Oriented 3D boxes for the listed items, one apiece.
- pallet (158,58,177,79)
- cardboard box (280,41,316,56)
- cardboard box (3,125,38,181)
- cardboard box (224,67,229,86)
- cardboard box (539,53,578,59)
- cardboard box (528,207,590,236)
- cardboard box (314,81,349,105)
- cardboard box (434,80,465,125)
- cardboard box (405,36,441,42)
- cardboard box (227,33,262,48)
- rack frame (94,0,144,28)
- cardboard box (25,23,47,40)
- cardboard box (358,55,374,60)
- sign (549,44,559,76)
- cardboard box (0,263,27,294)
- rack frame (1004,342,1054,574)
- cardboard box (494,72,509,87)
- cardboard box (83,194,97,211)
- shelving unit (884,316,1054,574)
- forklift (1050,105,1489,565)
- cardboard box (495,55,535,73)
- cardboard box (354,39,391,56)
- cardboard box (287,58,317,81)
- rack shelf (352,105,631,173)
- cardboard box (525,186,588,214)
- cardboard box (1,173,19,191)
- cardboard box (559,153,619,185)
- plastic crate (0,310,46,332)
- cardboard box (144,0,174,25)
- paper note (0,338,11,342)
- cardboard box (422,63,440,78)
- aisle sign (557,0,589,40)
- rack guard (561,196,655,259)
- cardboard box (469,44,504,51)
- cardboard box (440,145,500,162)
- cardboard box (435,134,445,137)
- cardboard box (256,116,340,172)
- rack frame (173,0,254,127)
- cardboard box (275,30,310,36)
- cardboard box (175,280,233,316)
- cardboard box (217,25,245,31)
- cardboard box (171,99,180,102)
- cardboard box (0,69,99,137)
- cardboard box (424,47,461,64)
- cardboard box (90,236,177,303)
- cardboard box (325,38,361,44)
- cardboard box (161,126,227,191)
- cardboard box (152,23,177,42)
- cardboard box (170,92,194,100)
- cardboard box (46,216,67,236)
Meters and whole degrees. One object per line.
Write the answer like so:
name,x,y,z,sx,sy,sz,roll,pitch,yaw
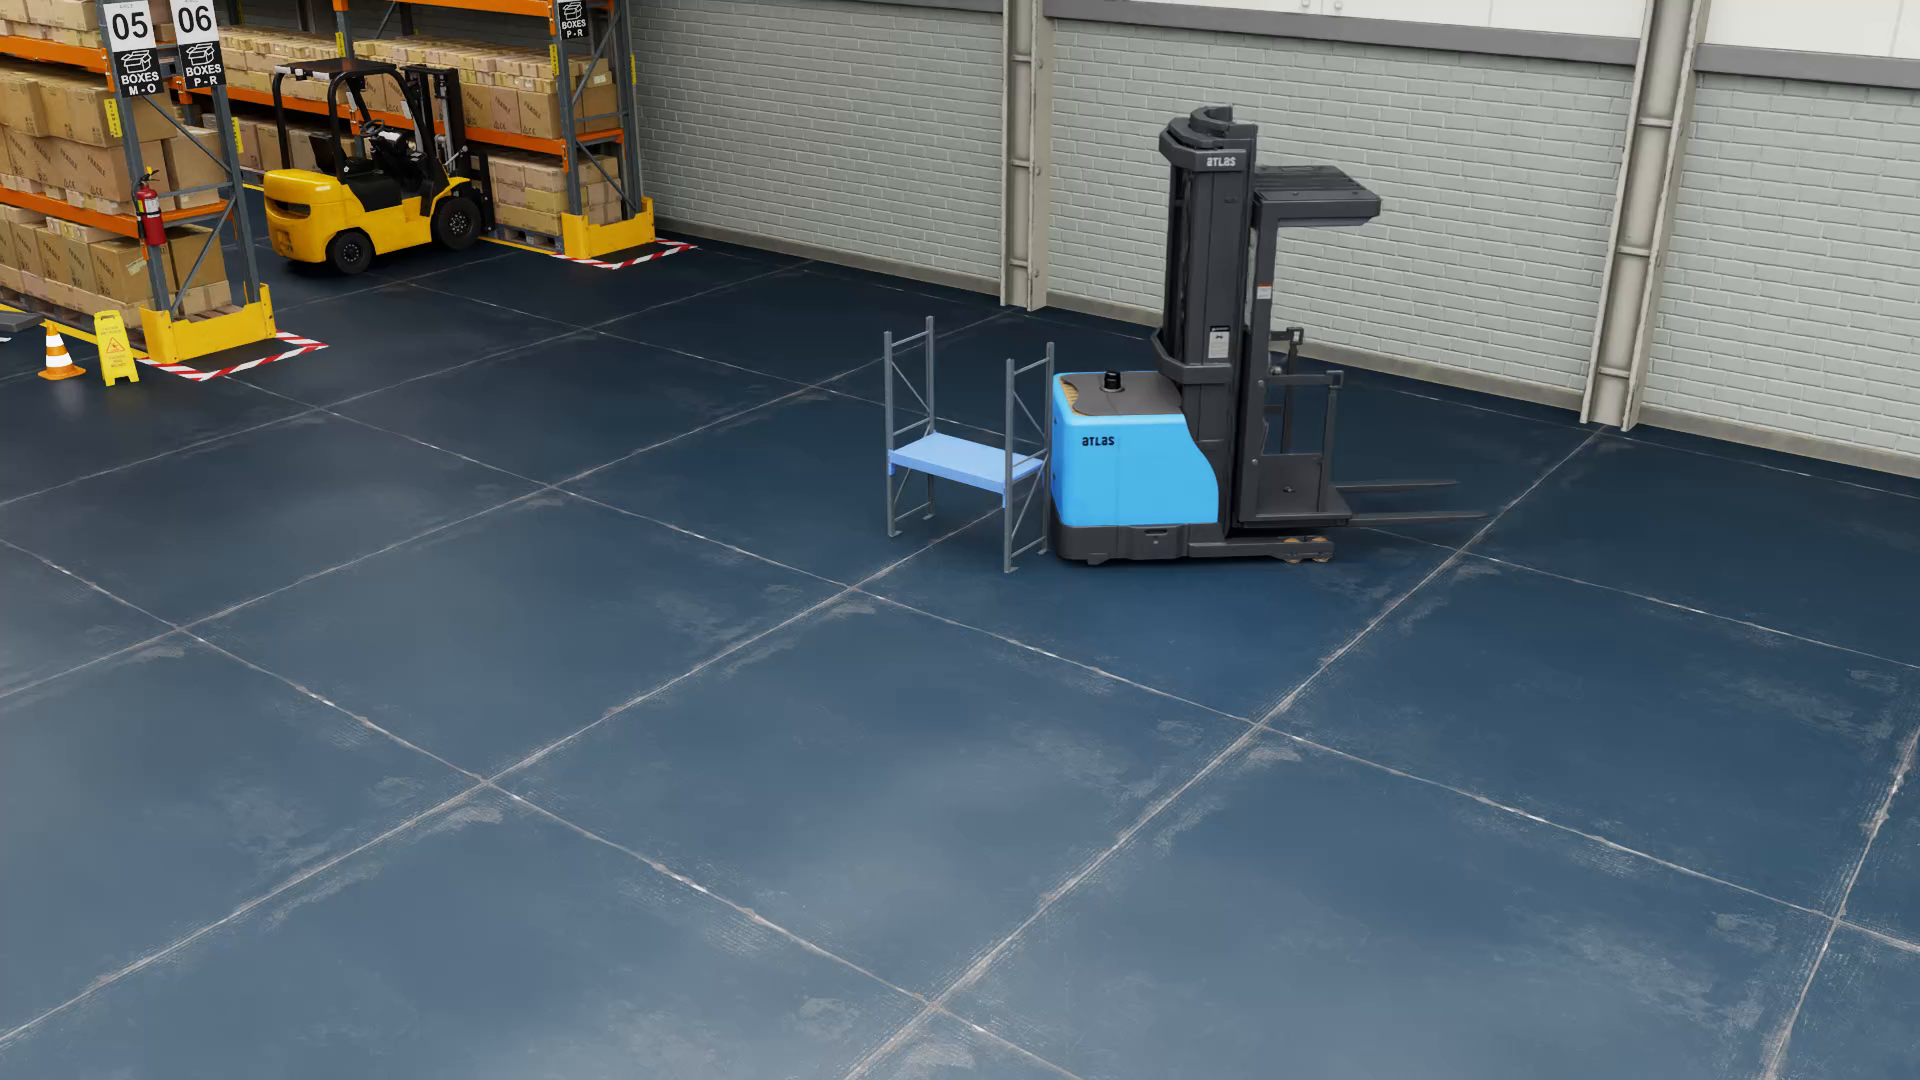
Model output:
pallet,-11.106,-6.799,23.698,1.003,0.211,1.213,17,29,33
cardboard box,-8.571,-6.368,21.555,0.250,0.149,0.380,16,28,32
cardboard box,-8.884,-3.806,16.174,0.500,0.500,0.500,17,29,34
cardboard box,-9.914,-6.367,22.667,0.500,0.250,0.500,16,28,32
cardboard box,-4.670,-5.573,19.380,0.250,0.149,0.380,17,29,34
cardboard box,-4.686,-3.756,19.444,0.500,0.250,0.500,17,29,34
cardboard box,-7.881,-5.747,21.258,0.500,0.250,0.500,18,29,34
cardboard box,-5.900,-5.261,19.846,0.500,0.500,0.500,17,29,34
cardboard box,-6.708,-6.203,20.810,0.250,0.149,0.380,16,28,32
cardboard box,-9.572,-6.687,22.279,0.250,0.149,0.380,17,29,34
rack frame,-7.094,-5.953,14.101,0.127,3.000,1.000,17,29,33
cardboard box,-8.349,-4.714,15.321,0.250,0.149,0.380,17,29,33
cardboard box,-7.224,-5.958,20.625,0.250,0.149,0.380,16,29,32
sign,-4.457,-5.277,18.277,0.005,0.325,0.100,17,29,33
cardboard box,-9.551,-2.754,17.170,0.500,0.250,0.500,19,30,36
rack frame,0.460,-0.541,11.118,0.032,1.500,0.500,17,29,34
cardboard box,-5.150,-5.345,19.232,0.250,0.149,0.380,17,29,33
cardboard box,-7.983,-3.209,15.624,0.250,0.149,0.380,16,29,32
shelving unit,0.055,-0.665,11.400,1.048,1.500,0.538,17,29,34
forklift,2.151,-1.395,11.282,3.031,2.935,1.130,-2,24,-4
cardboard box,-5.129,-5.496,19.207,0.250,0.149,0.380,17,29,34
cardboard box,-7.244,-6.084,20.540,0.250,0.149,0.380,18,29,34
cardboard box,-8.283,-6.096,21.432,0.500,0.250,0.500,16,28,32
rack shelf,-5.720,-4.965,20.190,4.000,0.370,1.077,17,29,33
cardboard box,-4.697,-3.990,19.355,0.500,0.250,0.500,16,29,33
cardboard box,-9.217,-3.568,16.440,0.250,0.149,0.380,17,29,34
cardboard box,-4.391,-4.379,19.618,0.500,0.250,0.500,16,29,33
plastic crate,-9.530,-2.195,16.633,0.583,0.080,0.402,7,25,15
cardboard box,-7.337,-4.856,15.148,0.500,0.250,0.500,16,29,32
paper note,-9.303,-1.945,16.127,0.148,0.019,0.142,7,25,15
cardboard box,-6.217,-5.640,19.901,0.250,0.149,0.380,16,28,32
aisle sign,-4.244,-5.890,18.172,0.004,0.787,0.394,17,29,33
rack guard,-4.101,-3.661,19.439,0.348,0.500,1.175,17,29,33
cardboard box,-5.695,-5.885,20.090,0.250,0.149,0.380,18,29,35
cardboard box,-5.898,-4.578,20.069,0.500,0.250,0.500,16,28,32
cardboard box,-6.397,-4.995,21.016,0.500,0.250,0.500,16,29,33
cardboard box,-8.964,-5.377,22.658,0.625,0.625,0.875,15,28,31
rack frame,-10.522,-6.745,23.338,0.127,3.000,1.000,17,29,33
cardboard box,-9.042,-6.806,22.549,0.250,0.149,0.380,16,29,32
cardboard box,-7.574,-2.426,16.426,0.500,0.250,0.500,17,29,33
cardboard box,-10.140,-7.074,23.157,0.250,0.149,0.380,18,29,35
cardboard box,-11.490,-6.262,24.016,0.250,0.149,0.380,16,28,32
cardboard box,-8.504,-4.116,15.638,0.500,0.500,0.700,16,29,33
cardboard box,-6.165,-5.798,19.891,0.250,0.149,0.380,17,29,33
cardboard box,-7.892,-2.595,15.878,0.500,0.500,0.500,17,29,34
cardboard box,-8.073,-6.472,21.790,0.250,0.149,0.380,16,29,33
cardboard box,-7.307,-3.594,15.694,0.500,0.500,0.500,16,29,33
cardboard box,-7.165,-4.651,15.177,0.250,0.149,0.380,17,29,33
cardboard box,-11.595,-6.567,24.710,0.250,0.149,0.380,16,28,32
cardboard box,-8.635,-3.085,16.186,0.250,0.149,0.380,18,30,35
